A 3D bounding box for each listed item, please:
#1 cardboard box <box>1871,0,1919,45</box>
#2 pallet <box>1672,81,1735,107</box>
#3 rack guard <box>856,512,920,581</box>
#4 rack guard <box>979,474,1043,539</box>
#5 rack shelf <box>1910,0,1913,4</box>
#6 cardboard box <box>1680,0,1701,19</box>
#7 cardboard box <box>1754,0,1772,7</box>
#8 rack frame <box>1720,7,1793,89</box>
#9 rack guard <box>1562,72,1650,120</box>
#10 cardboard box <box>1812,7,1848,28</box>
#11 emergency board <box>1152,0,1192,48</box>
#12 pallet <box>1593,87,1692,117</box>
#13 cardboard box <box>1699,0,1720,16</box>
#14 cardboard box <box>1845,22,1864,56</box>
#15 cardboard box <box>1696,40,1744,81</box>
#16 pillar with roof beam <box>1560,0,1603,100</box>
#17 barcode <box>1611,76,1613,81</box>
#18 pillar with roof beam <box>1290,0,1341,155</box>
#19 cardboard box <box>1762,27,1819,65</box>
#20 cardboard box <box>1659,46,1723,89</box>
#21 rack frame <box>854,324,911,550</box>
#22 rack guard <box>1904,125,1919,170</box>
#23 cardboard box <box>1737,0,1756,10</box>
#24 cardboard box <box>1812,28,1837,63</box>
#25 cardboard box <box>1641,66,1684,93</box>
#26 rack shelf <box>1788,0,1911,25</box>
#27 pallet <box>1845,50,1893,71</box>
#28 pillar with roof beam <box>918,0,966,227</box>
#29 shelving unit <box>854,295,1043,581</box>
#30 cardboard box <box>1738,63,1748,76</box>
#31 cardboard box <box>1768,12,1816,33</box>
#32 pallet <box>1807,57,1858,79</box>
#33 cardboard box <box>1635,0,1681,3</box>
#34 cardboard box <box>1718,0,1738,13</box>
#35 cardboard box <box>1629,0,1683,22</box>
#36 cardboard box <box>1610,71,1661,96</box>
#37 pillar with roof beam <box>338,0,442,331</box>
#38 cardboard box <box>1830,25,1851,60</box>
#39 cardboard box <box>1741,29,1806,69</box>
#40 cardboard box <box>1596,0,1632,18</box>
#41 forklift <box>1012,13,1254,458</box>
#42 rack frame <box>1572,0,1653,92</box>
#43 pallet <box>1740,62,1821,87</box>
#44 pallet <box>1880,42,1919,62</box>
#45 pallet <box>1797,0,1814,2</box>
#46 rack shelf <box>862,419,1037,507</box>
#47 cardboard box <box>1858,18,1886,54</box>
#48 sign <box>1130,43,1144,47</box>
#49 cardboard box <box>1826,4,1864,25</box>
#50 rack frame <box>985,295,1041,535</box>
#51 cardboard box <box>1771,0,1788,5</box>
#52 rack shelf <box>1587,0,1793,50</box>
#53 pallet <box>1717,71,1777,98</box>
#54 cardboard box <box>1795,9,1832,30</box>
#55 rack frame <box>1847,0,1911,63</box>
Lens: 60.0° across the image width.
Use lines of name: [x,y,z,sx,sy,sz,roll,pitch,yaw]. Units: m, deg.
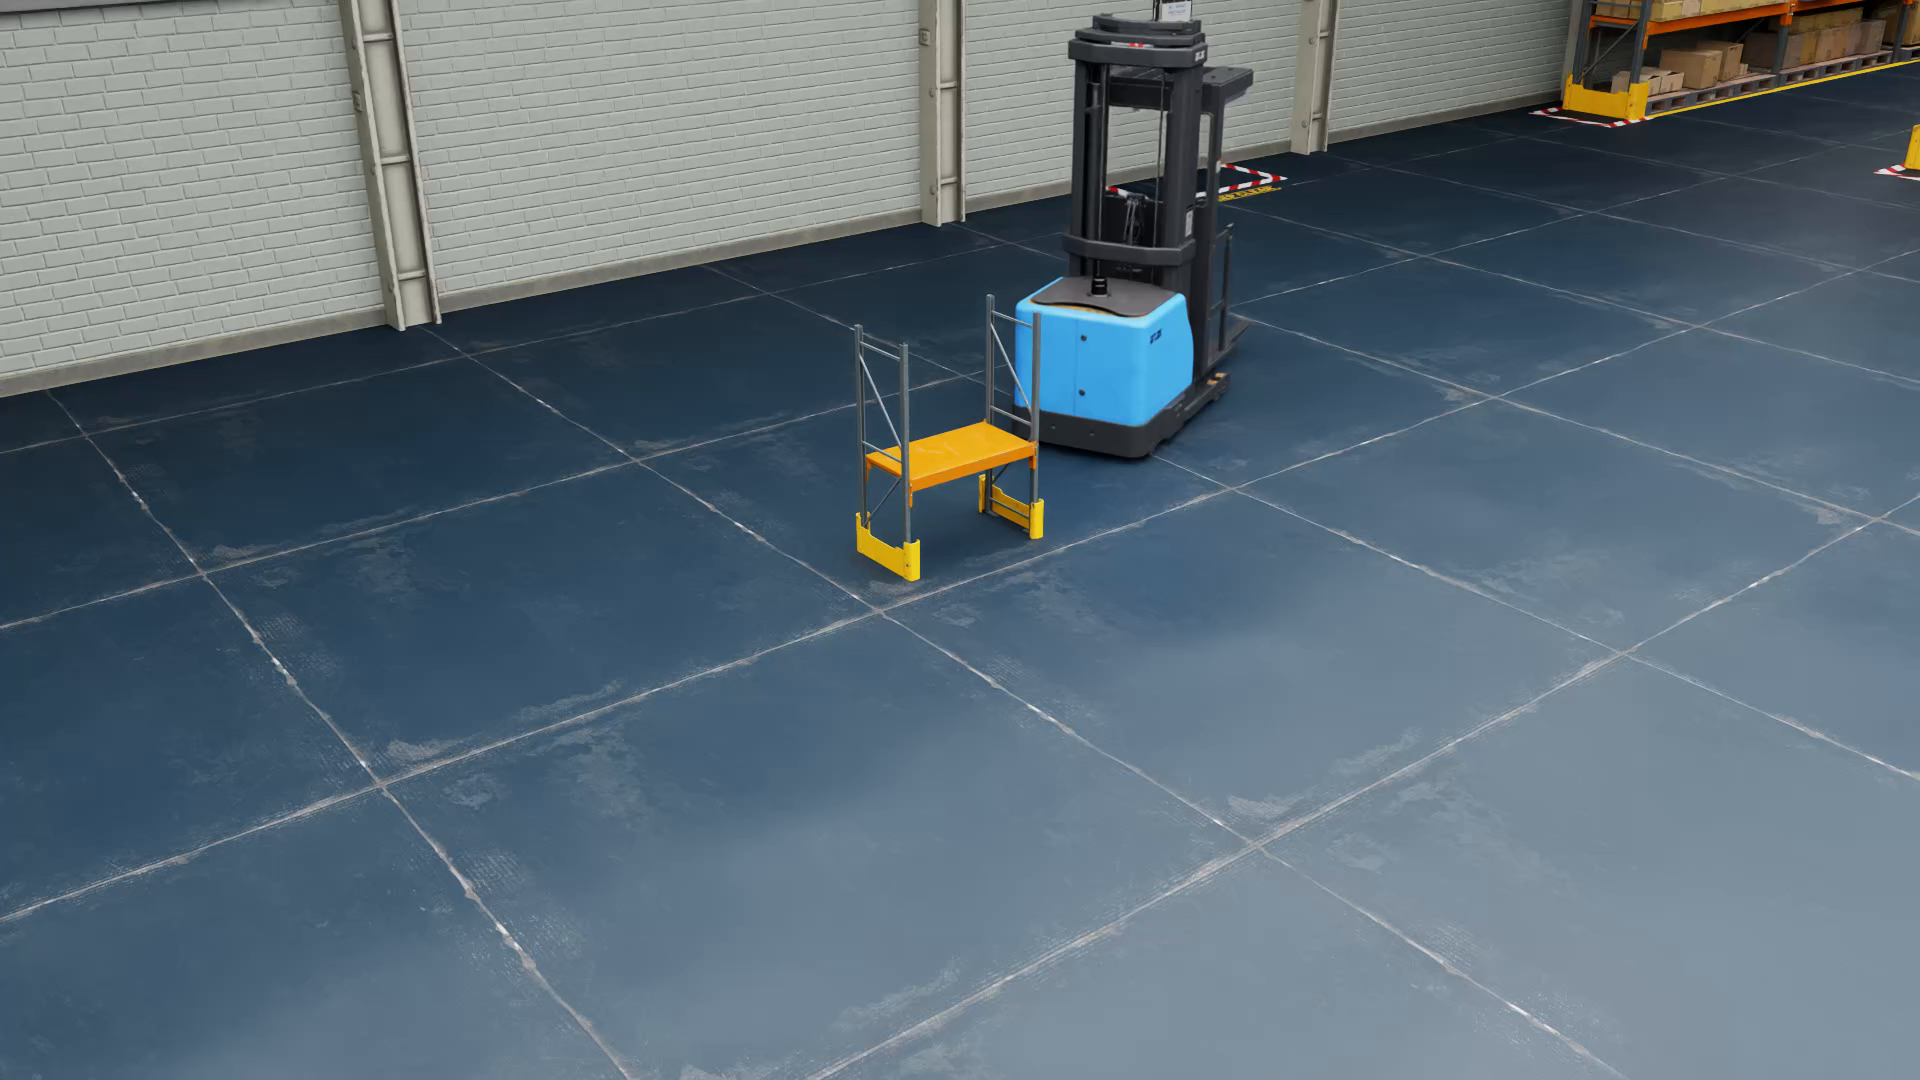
cardboard box: [16.194,-8.964,28.556,0.750,0.750,0.750,-19,31,-35]
pallet: [10.919,-6.792,25.134,1.213,0.211,1.003,-18,31,-34]
rack guard: [-0.452,0.036,10.376,0.087,0.250,0.587,-18,31,-34]
rack guard: [0.332,-0.223,10.933,0.087,0.250,0.587,-18,31,-34]
rack shelf: [17.108,-9.794,29.145,4.000,0.370,1.077,-18,31,-34]
cardboard box: [10.218,-7.625,23.771,0.500,0.250,0.500,-19,31,-36]
cardboard box: [11.803,-8.153,24.908,0.500,0.250,0.500,-18,30,-34]
rack frame: [12.386,-8.562,25.635,0.127,3.000,1.000,-18,31,-34]
rack guard: [9.298,-6.409,23.965,0.348,0.500,1.175,-18,31,-34]
cardboard box: [14.111,-8.540,27.144,0.500,0.250,0.500,-18,31,-34]
emergency board: [2.566,-5.803,19.691,0.643,1.169,0.194,-18,31,-34]
pallet: [9.960,-6.477,24.455,1.213,0.211,1.003,-18,31,-34]
cardboard box: [10.623,-7.755,24.052,0.500,0.250,0.500,-19,31,-35]
cardboard box: [14.522,-8.367,27.662,0.500,0.500,0.700,-18,31,-34]
cardboard box: [11.594,-7.345,25.459,0.500,0.500,0.500,-21,32,-38]
pillar with roof beam: [11.912,-9.286,20.070,0.400,9.000,9.100,-18,31,-34]
barcode: [9.606,-6.794,24.486,0.075,0.075,0.001,-18,31,-34]
pillar with roof beam: [7.191,-7.728,16.711,0.400,9.000,9.100,-18,31,-34]
cardboard box: [13.331,-7.975,26.817,0.500,0.500,0.700,-19,31,-35]
cardboard box: [10.895,-7.060,24.847,0.500,0.500,0.700,-21,32,-37]
rack frame: [-0.467,-0.526,10.102,0.032,1.500,0.500,-18,31,-34]
rack guard: [12.279,-4.743,20.375,0.348,0.500,1.175,-18,31,-34]
cardboard box: [11.417,-8.017,24.615,0.500,0.250,0.500,-18,31,-34]
cardboard box: [13.757,-8.094,27.074,0.500,0.500,0.700,-18,30,-33]
cardboard box: [10.287,-6.801,24.512,0.500,0.311,0.500,-15,29,-30]
rack shelf: [13.960,-8.755,26.906,4.000,0.370,1.077,-18,31,-34]
pallet: [14.918,-8.133,28.025,1.213,0.211,1.003,-18,31,-34]
pillar with roof beam: [2.469,-6.169,13.353,0.400,9.000,9.100,-18,31,-34]
shelving unit: [-0.060,-0.661,10.392,1.083,1.500,0.587,-18,31,-34]
cardboard box: [11.984,-7.327,25.818,0.380,0.166,0.250,22,33,39]
cardboard box: [13.300,-8.280,26.583,0.500,0.250,0.500,-19,31,-35]
pallet: [13.959,-7.818,27.345,1.213,0.211,1.003,-18,31,-34]
cardboard box: [9.800,-7.828,23.318,0.500,0.500,0.500,-18,31,-34]
cardboard box: [11.022,-7.886,24.333,0.500,0.250,0.500,-18,30,-34]
cardboard box: [9.819,-7.485,23.470,0.500,0.250,0.500,-19,31,-35]
cardboard box: [9.839,-6.653,24.193,0.500,0.311,0.500,-23,33,-40]
pillar with roof beam: [-2.252,-4.610,9.995,0.400,9.000,9.100,-18,31,-34]
cardboard box: [14.149,-8.229,27.364,0.500,0.500,0.700,-18,31,-34]
cardboard box: [12.955,-7.824,26.492,0.500,0.500,0.700,-17,30,-32]
cardboard box: [9.487,-7.649,23.823,0.500,0.250,0.500,-18,30,-33]
forklift: [1.505,-2.501,12.657,1.130,2.935,3.031,12,28,25]
rack frame: [9.239,-7.523,23.396,0.127,3.000,1.000,-18,31,-34]
pallet: [12.998,-7.500,26.659,1.213,0.211,1.003,-18,31,-34]
pallet: [16.201,-8.516,28.848,1.213,0.211,1.003,-18,31,-34]
pallet: [13.077,-8.625,25.999,1.213,0.211,1.003,-18,31,-34]
rack shelf: [-0.067,-0.495,10.462,1.000,0.185,0.538,-18,31,-34]
cardboard box: [15.000,-8.462,27.867,0.500,0.500,0.700,-18,30,-33]
sign: [2.067,-5.710,19.448,0.234,0.329,0.001,-18,31,-34]
cardboard box: [14.512,-8.675,27.435,0.500,0.250,0.500,-18,30,-33]
rack frame: [0.333,-0.790,10.671,0.032,1.500,0.500,-18,31,-34]
cardboard box: [12.201,-8.279,25.181,0.500,0.250,0.500,-18,30,-34]
rack shelf: [10.812,-7.716,24.667,4.000,0.370,1.077,-18,31,-34]
pallet: [11.880,-7.111,25.821,1.213,0.211,1.003,-18,31,-34]
cardboard box: [13.707,-8.416,26.877,0.500,0.250,0.500,-19,31,-35]
rack frame: [15.534,-9.601,27.874,0.127,3.000,1.000,-18,31,-34]
